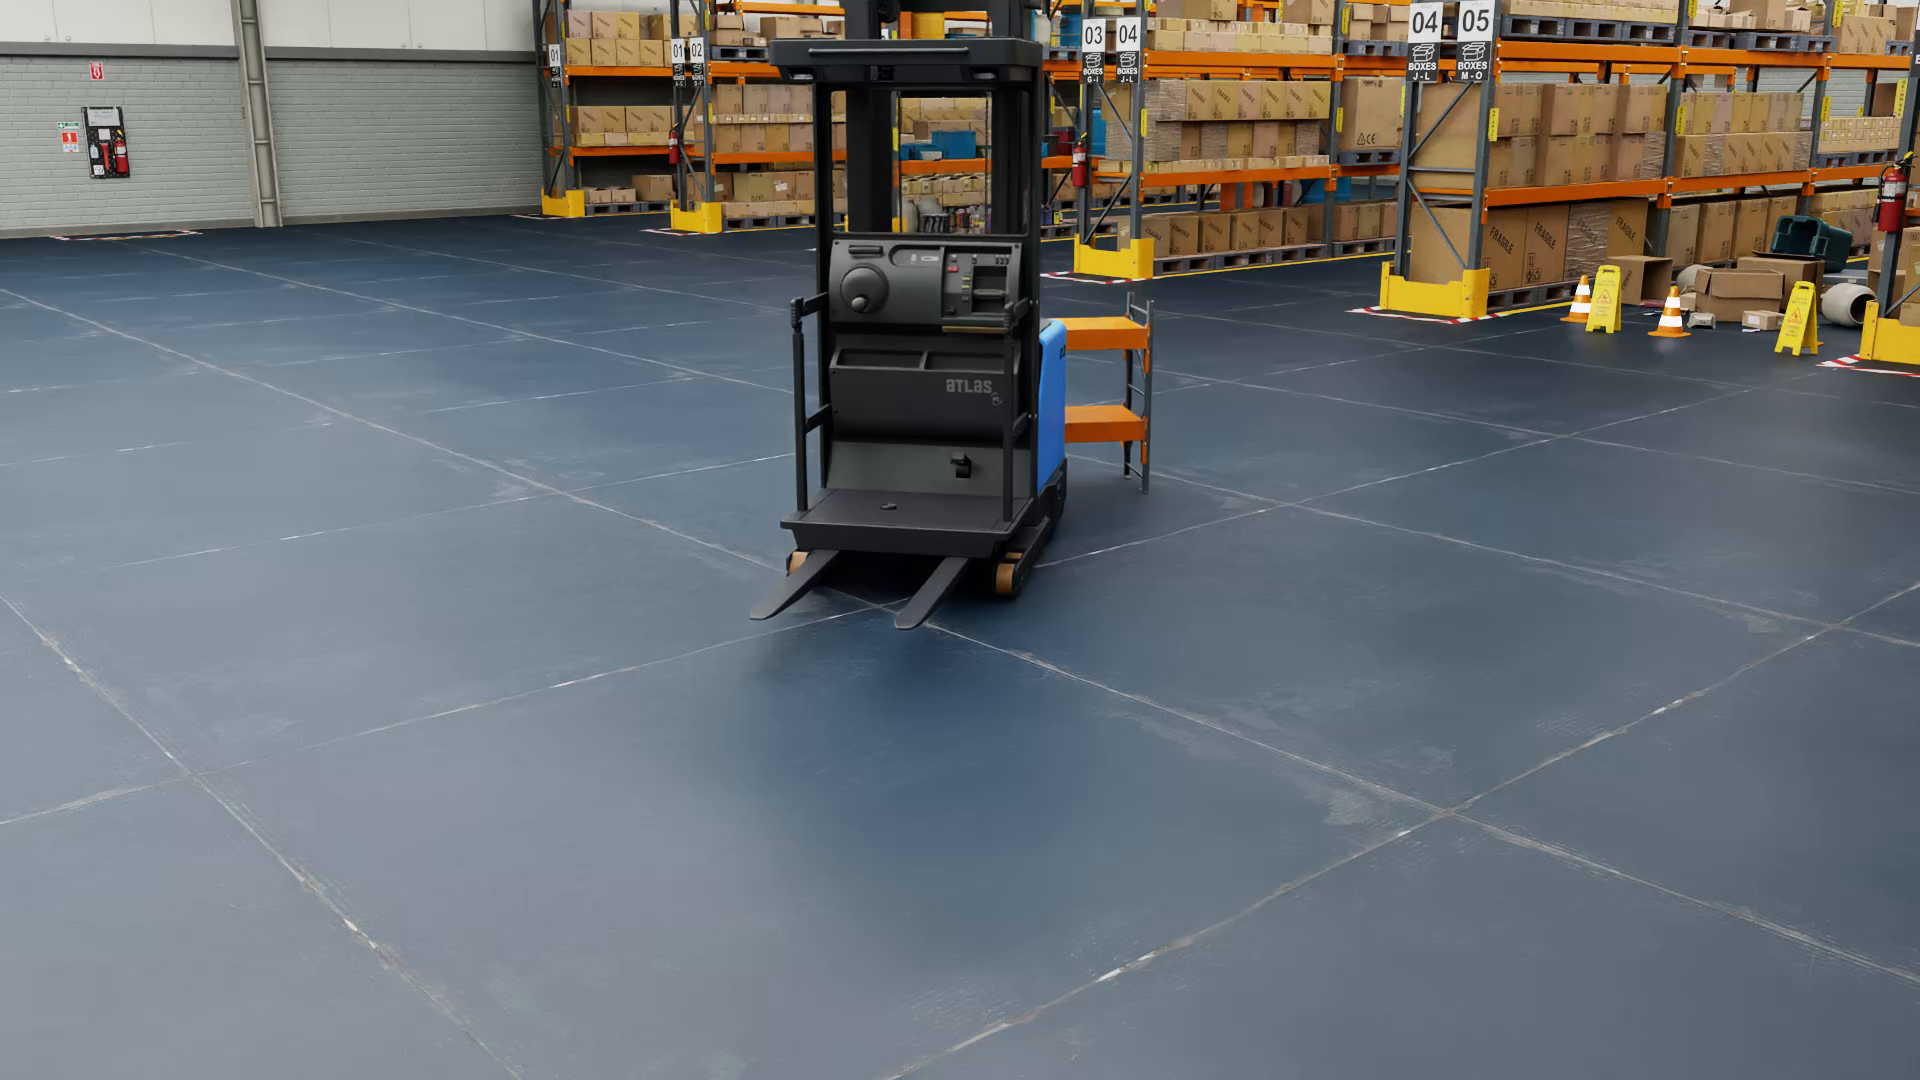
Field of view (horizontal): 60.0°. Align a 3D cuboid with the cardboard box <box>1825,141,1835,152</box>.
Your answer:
[{"bbox_3d":[11.827,-5.438,22.970,0.250,0.149,0.380,-11,19,-37],"label":"cardboard box"}]

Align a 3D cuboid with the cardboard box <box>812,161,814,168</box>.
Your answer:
[{"bbox_3d":[-3.144,-8.213,36.224,0.500,0.250,0.500,-13,20,-40],"label":"cardboard box"}]

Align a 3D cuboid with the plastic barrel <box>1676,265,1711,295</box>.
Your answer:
[{"bbox_3d":[8.289,-2.862,18.644,0.421,0.421,0.512,0,15,-1],"label":"plastic barrel"}]

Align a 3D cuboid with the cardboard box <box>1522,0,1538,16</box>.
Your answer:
[{"bbox_3d":[5.781,-5.538,17.336,0.250,0.149,0.380,-12,19,-39],"label":"cardboard box"}]

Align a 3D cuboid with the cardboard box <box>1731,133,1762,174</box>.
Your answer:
[{"bbox_3d":[9.853,-4.938,21.231,0.500,0.500,0.500,-12,19,-39],"label":"cardboard box"}]

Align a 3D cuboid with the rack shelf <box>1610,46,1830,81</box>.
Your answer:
[{"bbox_3d":[9.646,-6.038,21.123,4.000,0.370,1.077,-13,19,-39],"label":"rack shelf"}]

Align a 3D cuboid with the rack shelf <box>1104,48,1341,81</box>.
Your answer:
[{"bbox_3d":[3.449,-6.343,22.265,4.000,0.370,1.077,-13,19,-39],"label":"rack shelf"}]

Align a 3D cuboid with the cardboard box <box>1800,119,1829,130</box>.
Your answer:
[{"bbox_3d":[11.634,-5.685,22.742,0.250,0.149,0.380,-13,19,-39],"label":"cardboard box"}]

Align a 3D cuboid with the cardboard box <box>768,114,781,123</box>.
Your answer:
[{"bbox_3d":[-3.345,-7.393,29.164,0.250,0.149,0.380,-14,20,-41],"label":"cardboard box"}]

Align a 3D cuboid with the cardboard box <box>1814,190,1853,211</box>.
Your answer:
[{"bbox_3d":[12.217,-4.788,23.440,0.500,0.250,0.500,-13,20,-40],"label":"cardboard box"}]

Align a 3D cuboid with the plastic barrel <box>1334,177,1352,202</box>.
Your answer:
[{"bbox_3d":[7.320,-7.000,32.395,0.708,0.901,0.600,-13,19,-39],"label":"plastic barrel"}]

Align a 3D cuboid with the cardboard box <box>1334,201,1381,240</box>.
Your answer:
[{"bbox_3d":[5.807,-4.762,24.756,0.500,0.500,0.700,-13,20,-40],"label":"cardboard box"}]

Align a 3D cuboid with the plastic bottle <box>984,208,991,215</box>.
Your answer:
[{"bbox_3d":[0.478,-5.256,27.041,0.135,0.276,0.152,-13,19,-39],"label":"plastic bottle"}]

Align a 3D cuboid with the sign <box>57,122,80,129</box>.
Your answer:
[{"bbox_3d":[-14.745,-6.853,27.499,0.331,0.109,0.001,-13,19,-39],"label":"sign"}]

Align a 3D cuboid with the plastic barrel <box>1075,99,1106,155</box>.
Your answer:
[{"bbox_3d":[2.197,-6.793,27.397,0.708,0.901,0.600,-13,19,-39],"label":"plastic barrel"}]

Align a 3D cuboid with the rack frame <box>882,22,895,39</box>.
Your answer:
[{"bbox_3d":[-1.311,-8.765,24.127,0.127,3.000,1.000,-13,19,-39],"label":"rack frame"}]

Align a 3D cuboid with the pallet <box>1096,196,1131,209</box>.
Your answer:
[{"bbox_3d":[2.983,-7.164,35.162,1.213,0.211,1.003,-13,19,-39],"label":"pallet"}]

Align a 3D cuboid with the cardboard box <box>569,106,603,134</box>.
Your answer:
[{"bbox_3d":[-7.257,-8.117,32.125,0.500,0.500,0.500,-13,19,-39],"label":"cardboard box"}]

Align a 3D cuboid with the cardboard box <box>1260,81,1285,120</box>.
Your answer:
[{"bbox_3d":[4.045,-5.956,22.527,0.500,0.500,0.500,-13,19,-39],"label":"cardboard box"}]

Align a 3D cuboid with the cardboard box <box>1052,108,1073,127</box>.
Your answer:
[{"bbox_3d":[1.876,-8.567,34.001,0.700,0.500,0.500,8,17,28],"label":"cardboard box"}]

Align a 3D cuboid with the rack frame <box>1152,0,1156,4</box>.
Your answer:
[{"bbox_3d":[4.493,-11.763,35.350,0.127,3.000,1.000,-13,19,-39],"label":"rack frame"}]

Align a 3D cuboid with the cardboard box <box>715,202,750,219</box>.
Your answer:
[{"bbox_3d":[-4.009,-5.754,28.992,0.500,0.250,0.500,-13,19,-39],"label":"cardboard box"}]

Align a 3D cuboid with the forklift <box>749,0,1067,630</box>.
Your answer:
[{"bbox_3d":[-0.209,-1.250,7.750,1.130,2.935,3.031,3,15,12],"label":"forklift"}]

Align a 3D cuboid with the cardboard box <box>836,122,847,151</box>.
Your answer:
[{"bbox_3d":[-2.267,-7.391,30.412,0.500,0.500,0.700,-13,20,-40],"label":"cardboard box"}]

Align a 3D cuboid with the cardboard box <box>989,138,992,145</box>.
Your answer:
[{"bbox_3d":[0.550,-7.838,32.770,0.250,0.149,0.380,-11,18,-35],"label":"cardboard box"}]

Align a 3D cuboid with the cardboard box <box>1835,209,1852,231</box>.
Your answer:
[{"bbox_3d":[12.233,-4.426,23.538,0.500,0.500,0.500,-12,19,-39],"label":"cardboard box"}]

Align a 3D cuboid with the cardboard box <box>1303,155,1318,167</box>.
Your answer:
[{"bbox_3d":[4.794,-5.325,23.358,0.250,0.149,0.380,-13,19,-39],"label":"cardboard box"}]

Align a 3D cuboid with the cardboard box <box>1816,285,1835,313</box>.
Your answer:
[{"bbox_3d":[9.440,-2.610,18.005,0.258,0.266,0.396,2,15,9],"label":"cardboard box"}]

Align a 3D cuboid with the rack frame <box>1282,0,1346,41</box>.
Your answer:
[{"bbox_3d":[4.958,-8.478,23.054,0.127,3.000,1.000,-13,19,-39],"label":"rack frame"}]

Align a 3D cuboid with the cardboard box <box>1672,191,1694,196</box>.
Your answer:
[{"bbox_3d":[12.894,-6.511,30.617,0.875,0.875,0.875,-13,19,-39],"label":"cardboard box"}]

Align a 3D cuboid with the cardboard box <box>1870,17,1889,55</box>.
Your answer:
[{"bbox_3d":[12.507,-6.989,23.097,0.500,0.500,0.500,-13,19,-39],"label":"cardboard box"}]

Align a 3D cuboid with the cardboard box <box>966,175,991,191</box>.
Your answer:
[{"bbox_3d":[0.471,-7.021,32.651,0.500,0.311,0.500,-13,20,-40],"label":"cardboard box"}]

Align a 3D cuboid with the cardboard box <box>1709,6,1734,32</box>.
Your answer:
[{"bbox_3d":[9.699,-6.681,21.301,0.500,0.311,0.500,-13,20,-40],"label":"cardboard box"}]

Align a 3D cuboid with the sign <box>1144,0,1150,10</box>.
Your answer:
[{"bbox_3d":[2.297,-6.668,20.396,0.005,0.325,0.100,-13,19,-39],"label":"sign"}]

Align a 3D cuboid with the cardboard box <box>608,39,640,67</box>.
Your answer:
[{"bbox_3d":[-6.580,-9.483,32.395,0.500,0.500,0.500,-12,19,-37],"label":"cardboard box"}]

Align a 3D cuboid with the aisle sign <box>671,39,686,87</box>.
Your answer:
[{"bbox_3d":[-4.802,-8.134,28.350,0.004,0.787,0.394,-13,19,-39],"label":"aisle sign"}]

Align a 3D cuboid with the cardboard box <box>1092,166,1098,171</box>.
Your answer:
[{"bbox_3d":[2.835,-7.943,35.211,0.500,0.250,0.500,-13,20,-40],"label":"cardboard box"}]

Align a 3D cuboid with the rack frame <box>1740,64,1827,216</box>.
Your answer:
[{"bbox_3d":[11.155,-5.275,22.686,0.127,3.000,1.000,-13,19,-39],"label":"rack frame"}]

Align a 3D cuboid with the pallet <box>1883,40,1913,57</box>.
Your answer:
[{"bbox_3d":[12.856,-7.051,23.886,1.003,0.211,1.213,-13,19,-39],"label":"pallet"}]

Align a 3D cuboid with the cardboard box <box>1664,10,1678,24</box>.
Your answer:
[{"bbox_3d":[8.072,-6.052,19.263,0.250,0.149,0.380,-13,20,-40],"label":"cardboard box"}]

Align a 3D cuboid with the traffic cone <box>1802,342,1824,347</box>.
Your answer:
[{"bbox_3d":[7.923,-2.072,15.609,0.334,0.463,0.336,-13,19,-39],"label":"traffic cone"}]

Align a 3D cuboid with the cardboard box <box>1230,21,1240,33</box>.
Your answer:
[{"bbox_3d":[3.461,-6.738,21.870,0.250,0.149,0.380,-13,20,-40],"label":"cardboard box"}]

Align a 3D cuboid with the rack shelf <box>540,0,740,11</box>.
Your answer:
[{"bbox_3d":[-6.306,-10.683,32.709,4.000,0.370,1.077,-13,19,-39],"label":"rack shelf"}]

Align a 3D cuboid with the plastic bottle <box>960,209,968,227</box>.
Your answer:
[{"bbox_3d":[0.065,-5.180,26.741,0.133,0.283,0.061,-13,19,-39],"label":"plastic bottle"}]

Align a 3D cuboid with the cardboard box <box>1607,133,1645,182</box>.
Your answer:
[{"bbox_3d":[7.467,-4.507,19.521,0.550,0.550,0.875,-13,19,-39],"label":"cardboard box"}]

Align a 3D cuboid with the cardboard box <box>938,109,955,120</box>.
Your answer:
[{"bbox_3d":[-0.469,-9.555,37.902,0.500,0.500,0.500,-13,20,-40],"label":"cardboard box"}]

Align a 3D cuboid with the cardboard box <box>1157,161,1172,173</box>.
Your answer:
[{"bbox_3d":[2.513,-4.822,21.475,0.250,0.149,0.380,-13,19,-39],"label":"cardboard box"}]

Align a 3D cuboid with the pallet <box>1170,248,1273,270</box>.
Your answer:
[{"bbox_3d":[3.554,-3.904,22.958,1.213,0.211,1.003,-13,19,-39],"label":"pallet"}]

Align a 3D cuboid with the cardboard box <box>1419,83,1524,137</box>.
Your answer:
[{"bbox_3d":[5.425,-4.569,17.660,0.550,0.550,0.875,-13,19,-39],"label":"cardboard box"}]

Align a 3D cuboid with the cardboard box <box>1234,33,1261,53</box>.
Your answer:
[{"bbox_3d":[3.624,-6.571,22.017,0.500,0.250,0.500,-12,19,-38],"label":"cardboard box"}]

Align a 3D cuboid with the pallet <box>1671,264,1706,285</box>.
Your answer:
[{"bbox_3d":[8.670,-3.395,21.053,1.213,0.211,1.003,-13,19,-39],"label":"pallet"}]

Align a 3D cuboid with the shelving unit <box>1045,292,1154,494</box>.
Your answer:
[{"bbox_3d":[0.554,-0.860,9.792,1.048,1.125,0.538,-2,15,-8],"label":"shelving unit"}]

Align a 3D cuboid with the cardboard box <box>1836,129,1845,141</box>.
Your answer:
[{"bbox_3d":[12.054,-5.635,23.131,0.250,0.149,0.380,-13,20,-41],"label":"cardboard box"}]
